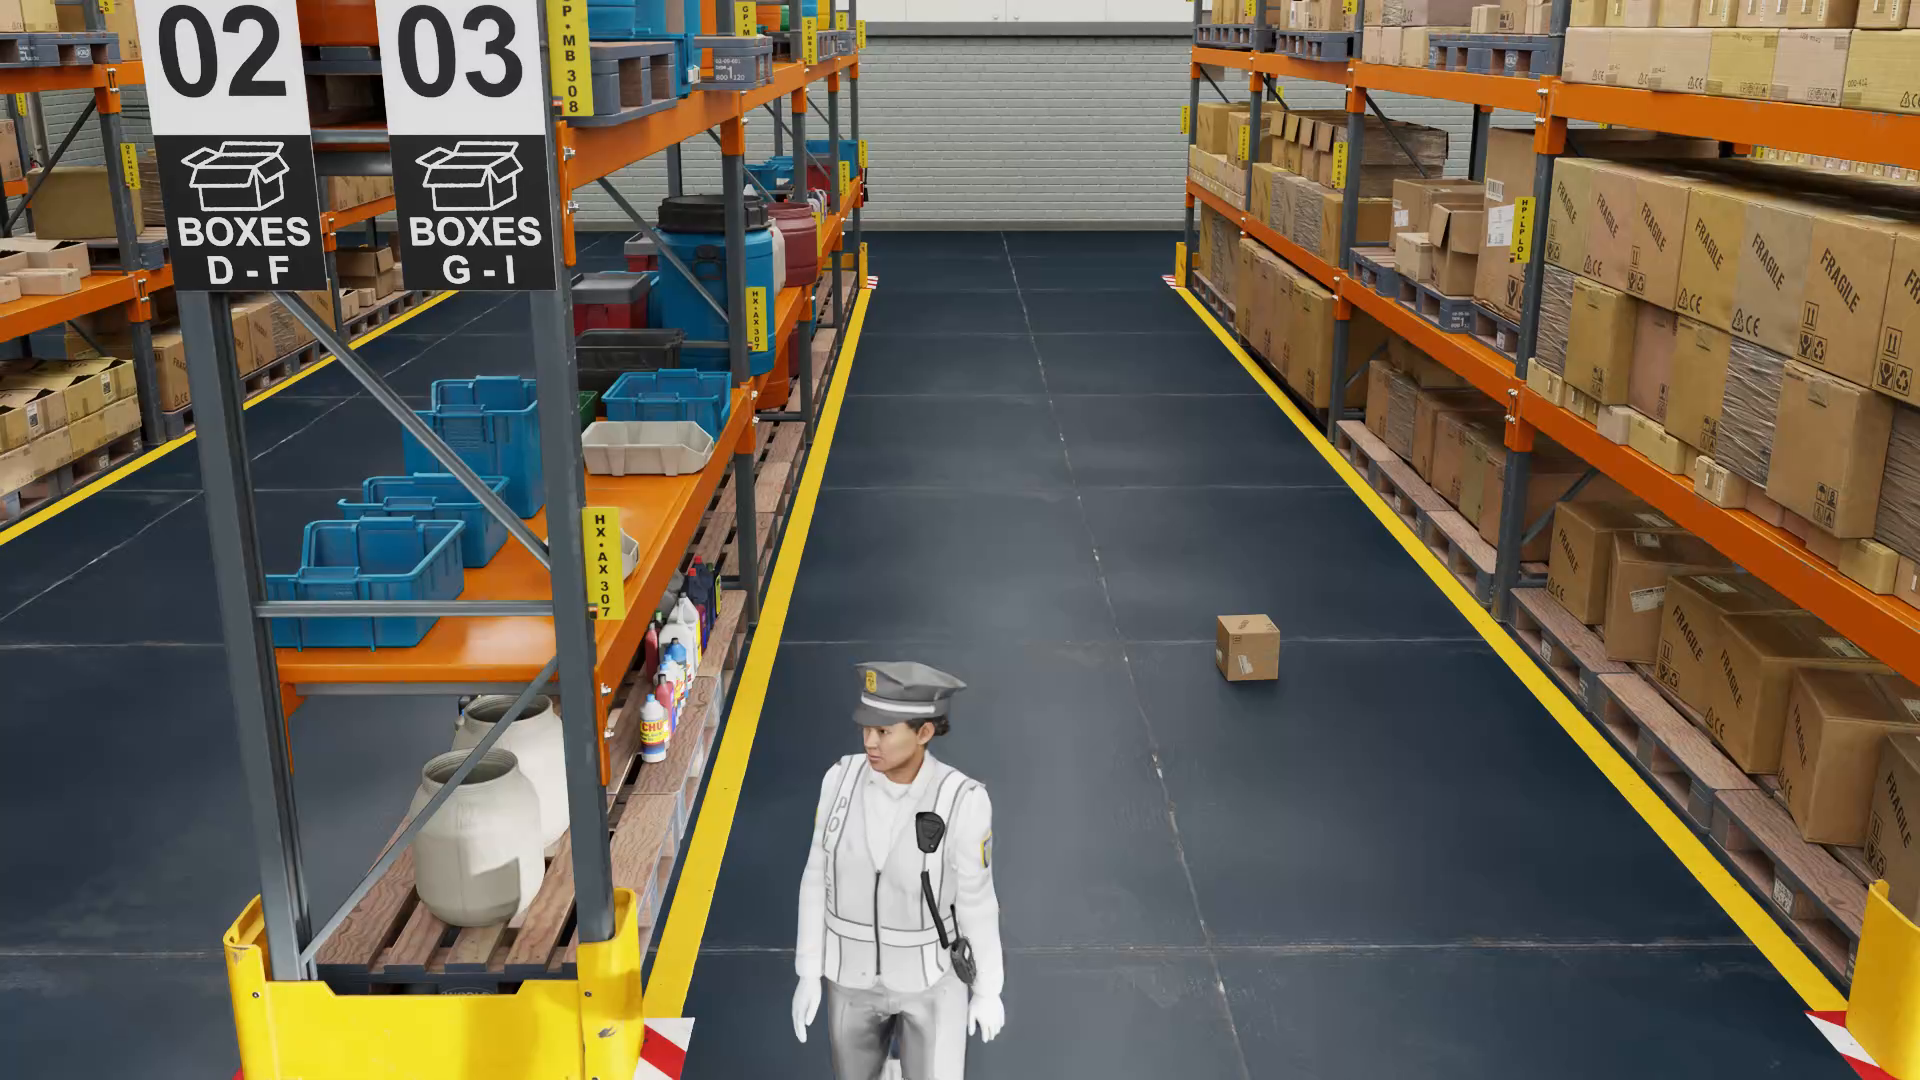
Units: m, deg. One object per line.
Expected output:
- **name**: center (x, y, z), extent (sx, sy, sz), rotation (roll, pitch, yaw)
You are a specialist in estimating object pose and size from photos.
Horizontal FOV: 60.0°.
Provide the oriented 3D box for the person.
- **person**: center (-0.151, 1.060, 4.087), extent (0.511, 1.634, 0.912), rotation (5, 18, 15)
